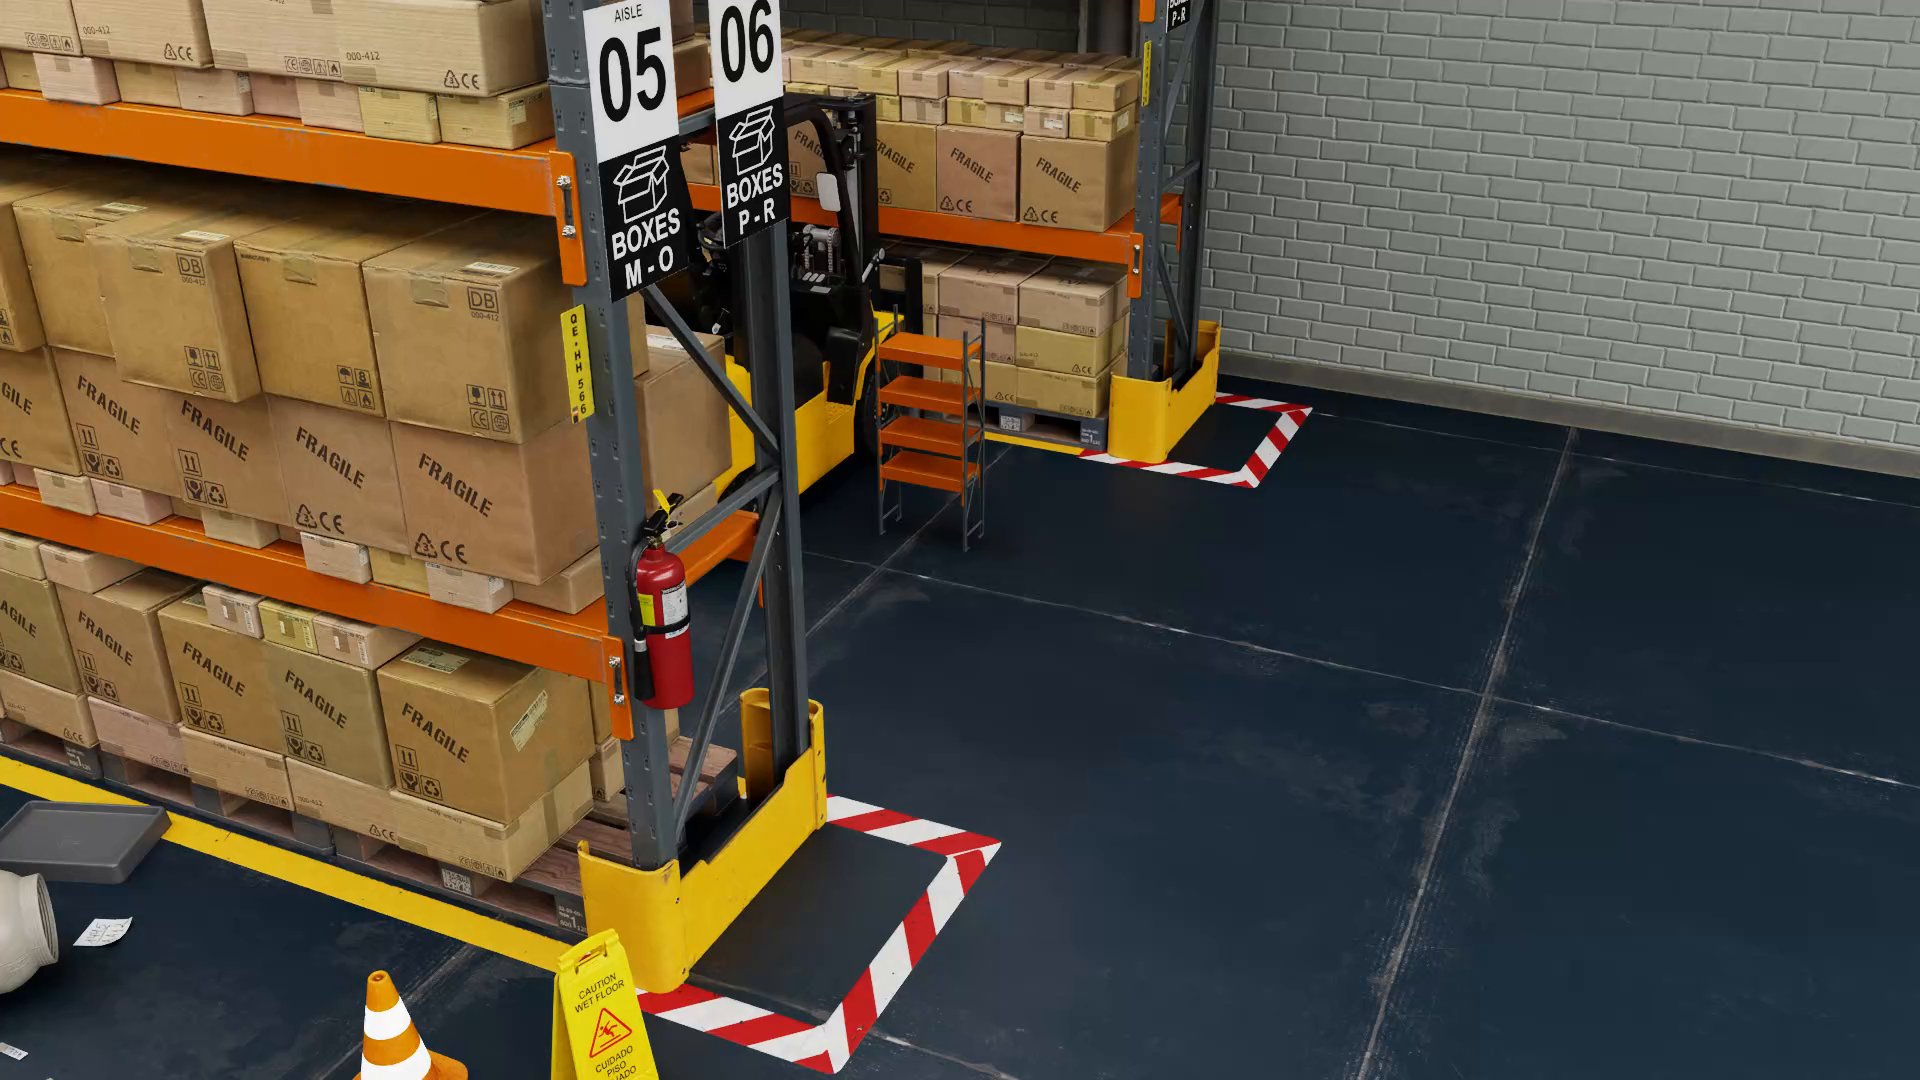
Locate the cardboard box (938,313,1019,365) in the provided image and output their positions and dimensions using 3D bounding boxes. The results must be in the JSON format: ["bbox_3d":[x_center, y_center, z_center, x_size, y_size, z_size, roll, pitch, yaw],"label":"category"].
[{"bbox_3d":[0.198,-1.287,10.041,0.500,0.250,0.500,11,28,21],"label":"cardboard box"}]

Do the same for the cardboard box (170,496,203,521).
[{"bbox_3d":[-2.641,-0.210,6.064,0.250,0.149,0.380,11,28,22],"label":"cardboard box"}]

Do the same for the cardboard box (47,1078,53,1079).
[{"bbox_3d":[-2.858,1.799,4.927,0.380,0.149,0.250,-18,31,-31],"label":"cardboard box"}]

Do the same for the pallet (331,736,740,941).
[{"bbox_3d":[-1.623,1.022,6.436,1.213,0.211,1.003,11,28,22],"label":"pallet"}]

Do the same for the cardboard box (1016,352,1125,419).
[{"bbox_3d":[0.664,-0.963,9.947,0.500,0.250,0.500,12,28,22],"label":"cardboard box"}]

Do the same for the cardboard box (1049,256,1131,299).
[{"bbox_3d":[0.863,-1.616,10.143,0.500,0.250,0.500,11,28,21],"label":"cardboard box"}]

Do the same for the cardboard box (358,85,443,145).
[{"bbox_3d":[-1.510,-1.271,4.823,0.250,0.149,0.380,12,28,22],"label":"cardboard box"}]

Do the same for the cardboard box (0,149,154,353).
[{"bbox_3d":[-3.258,-1.038,5.881,0.500,0.500,0.700,11,28,21],"label":"cardboard box"}]

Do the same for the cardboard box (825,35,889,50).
[{"bbox_3d":[-0.633,-3.007,10.277,0.250,0.149,0.380,12,29,23],"label":"cardboard box"}]

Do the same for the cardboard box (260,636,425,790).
[{"bbox_3d":[-2.143,0.521,6.085,0.500,0.500,0.500,12,29,24],"label":"cardboard box"}]

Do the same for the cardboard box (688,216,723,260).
[{"bbox_3d":[-1.647,-1.872,10.661,0.500,0.250,0.500,11,28,22],"label":"cardboard box"}]

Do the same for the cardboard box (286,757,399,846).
[{"bbox_3d":[-2.145,0.855,6.255,0.500,0.250,0.500,11,28,22],"label":"cardboard box"}]

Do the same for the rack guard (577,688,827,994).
[{"bbox_3d":[-0.898,1.055,6.041,0.348,0.500,1.175,11,28,22],"label":"rack guard"}]

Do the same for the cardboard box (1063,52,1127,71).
[{"bbox_3d":[0.789,-2.739,9.734,0.250,0.149,0.380,12,29,24],"label":"cardboard box"}]

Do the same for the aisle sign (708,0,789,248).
[{"bbox_3d":[-0.644,-1.332,5.117,0.004,0.787,0.394,11,28,22],"label":"aisle sign"}]

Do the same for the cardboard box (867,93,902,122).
[{"bbox_3d":[-0.387,-2.560,9.707,0.250,0.149,0.380,12,28,22],"label":"cardboard box"}]

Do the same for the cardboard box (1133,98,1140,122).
[{"bbox_3d":[1.021,-2.551,9.688,0.250,0.149,0.380,11,28,21],"label":"cardboard box"}]

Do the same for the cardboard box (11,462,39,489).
[{"bbox_3d":[-3.344,-0.328,6.304,0.250,0.149,0.380,11,28,22],"label":"cardboard box"}]

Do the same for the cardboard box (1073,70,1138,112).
[{"bbox_3d":[0.809,-2.499,9.246,0.250,0.149,0.380,11,28,22],"label":"cardboard box"}]

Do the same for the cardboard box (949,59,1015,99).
[{"bbox_3d":[0.126,-2.644,9.540,0.250,0.149,0.380,12,28,22],"label":"cardboard box"}]

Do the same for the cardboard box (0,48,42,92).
[{"bbox_3d":[-2.882,-1.579,5.449,0.250,0.149,0.380,12,28,22],"label":"cardboard box"}]

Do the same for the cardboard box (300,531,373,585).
[{"bbox_3d":[-2.006,-0.014,5.668,0.250,0.149,0.380,12,29,23],"label":"cardboard box"}]

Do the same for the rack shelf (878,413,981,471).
[{"bbox_3d":[-0.151,-0.508,8.576,0.480,0.148,0.258,11,28,22],"label":"rack shelf"}]

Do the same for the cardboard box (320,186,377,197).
[{"bbox_3d":[-4.287,-2.276,12.190,0.625,0.625,0.875,10,28,20],"label":"cardboard box"}]

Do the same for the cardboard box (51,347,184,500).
[{"bbox_3d":[-2.799,-0.506,5.932,0.500,0.500,0.500,12,29,22],"label":"cardboard box"}]

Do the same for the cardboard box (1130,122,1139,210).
[{"bbox_3d":[0.886,-2.296,9.905,0.500,0.500,0.500,12,29,23],"label":"cardboard box"}]

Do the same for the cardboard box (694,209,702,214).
[{"bbox_3d":[-1.891,-2.172,11.270,0.500,0.250,0.500,12,29,23],"label":"cardboard box"}]

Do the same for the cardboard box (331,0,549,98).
[{"bbox_3d":[-1.406,-1.450,4.736,0.500,0.250,0.500,11,28,21],"label":"cardboard box"}]

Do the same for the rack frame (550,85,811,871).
[{"bbox_3d":[-0.829,-0.053,5.461,0.127,3.000,1.000,11,28,22],"label":"rack frame"}]

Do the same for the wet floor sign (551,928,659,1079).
[{"bbox_3d":[-1.099,1.469,5.036,0.232,0.644,0.267,23,35,39],"label":"wet floor sign"}]

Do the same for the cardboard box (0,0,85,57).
[{"bbox_3d":[-2.799,-1.726,5.298,0.500,0.250,0.500,12,29,22],"label":"cardboard box"}]

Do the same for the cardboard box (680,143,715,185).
[{"bbox_3d":[-1.642,-2.551,10.421,0.500,0.500,0.500,12,29,23],"label":"cardboard box"}]

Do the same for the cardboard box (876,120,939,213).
[{"bbox_3d":[-0.270,-2.270,9.852,0.500,0.500,0.500,11,28,21],"label":"cardboard box"}]

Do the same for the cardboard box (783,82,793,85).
[{"bbox_3d":[-1.084,-2.707,10.004,0.250,0.149,0.380,10,28,20],"label":"cardboard box"}]

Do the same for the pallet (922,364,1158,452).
[{"bbox_3d":[0.509,-0.921,10.382,1.213,0.211,1.003,11,28,22],"label":"pallet"}]

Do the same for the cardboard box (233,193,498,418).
[{"bbox_3d":[-1.842,-0.781,5.358,0.500,0.500,0.700,12,29,22],"label":"cardboard box"}]

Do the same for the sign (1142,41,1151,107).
[{"bbox_3d":[0.985,-2.459,8.770,0.005,0.325,0.100,11,28,22],"label":"sign"}]

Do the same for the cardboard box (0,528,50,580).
[{"bbox_3d":[-3.487,-0.010,6.428,0.250,0.149,0.380,13,29,24],"label":"cardboard box"}]

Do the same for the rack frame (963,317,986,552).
[{"bbox_3d":[0.071,-0.524,8.456,0.015,1.200,0.240,11,28,22],"label":"rack frame"}]

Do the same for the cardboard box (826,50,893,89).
[{"bbox_3d":[-0.590,-2.777,9.811,0.250,0.149,0.380,12,29,23],"label":"cardboard box"}]

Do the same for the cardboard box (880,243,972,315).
[{"bbox_3d":[-0.257,-1.590,10.090,0.500,0.250,0.500,12,29,22],"label":"cardboard box"}]

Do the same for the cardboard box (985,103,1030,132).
[{"bbox_3d":[0.335,-2.443,9.468,0.250,0.149,0.380,12,29,23],"label":"cardboard box"}]

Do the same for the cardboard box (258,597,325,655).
[{"bbox_3d":[-2.256,0.236,5.928,0.250,0.149,0.380,12,29,23],"label":"cardboard box"}]

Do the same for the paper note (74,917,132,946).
[{"bbox_3d":[-3.038,1.386,5.899,0.148,0.019,0.142,2,26,4],"label":"paper note"}]

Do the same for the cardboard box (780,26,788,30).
[{"bbox_3d":[-1.292,-3.187,10.642,0.250,0.149,0.380,11,28,21],"label":"cardboard box"}]

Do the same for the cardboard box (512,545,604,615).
[{"bbox_3d":[-1.258,0.078,5.480,0.250,0.149,0.380,12,29,24],"label":"cardboard box"}]

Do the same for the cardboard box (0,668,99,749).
[{"bbox_3d":[-3.554,0.571,6.832,0.500,0.250,0.500,13,29,25],"label":"cardboard box"}]

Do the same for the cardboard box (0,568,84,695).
[{"bbox_3d":[-3.553,0.234,6.666,0.500,0.500,0.500,13,29,24],"label":"cardboard box"}]

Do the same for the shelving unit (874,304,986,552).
[{"bbox_3d":[-0.151,-0.569,8.546,0.503,1.200,0.258,11,28,22],"label":"shelving unit"}]

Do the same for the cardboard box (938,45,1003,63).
[{"bbox_3d":[0.065,-2.859,9.977,0.250,0.149,0.380,12,29,23],"label":"cardboard box"}]

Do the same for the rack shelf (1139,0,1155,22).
[{"bbox_3d":[-0.598,-3.438,9.755,4.000,0.370,1.077,11,28,22],"label":"rack shelf"}]

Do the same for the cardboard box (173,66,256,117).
[{"bbox_3d":[-2.187,-1.433,5.152,0.250,0.149,0.380,11,28,21],"label":"cardboard box"}]

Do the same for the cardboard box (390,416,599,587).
[{"bbox_3d":[-1.437,-0.219,5.350,0.500,0.500,0.500,11,28,21],"label":"cardboard box"}]

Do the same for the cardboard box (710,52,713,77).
[{"bbox_3d":[-1.301,-2.893,10.045,0.250,0.149,0.380,11,28,21],"label":"cardboard box"}]

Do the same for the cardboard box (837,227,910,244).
[{"bbox_3d":[-0.508,-1.899,10.716,0.500,0.250,0.500,11,28,21],"label":"cardboard box"}]
